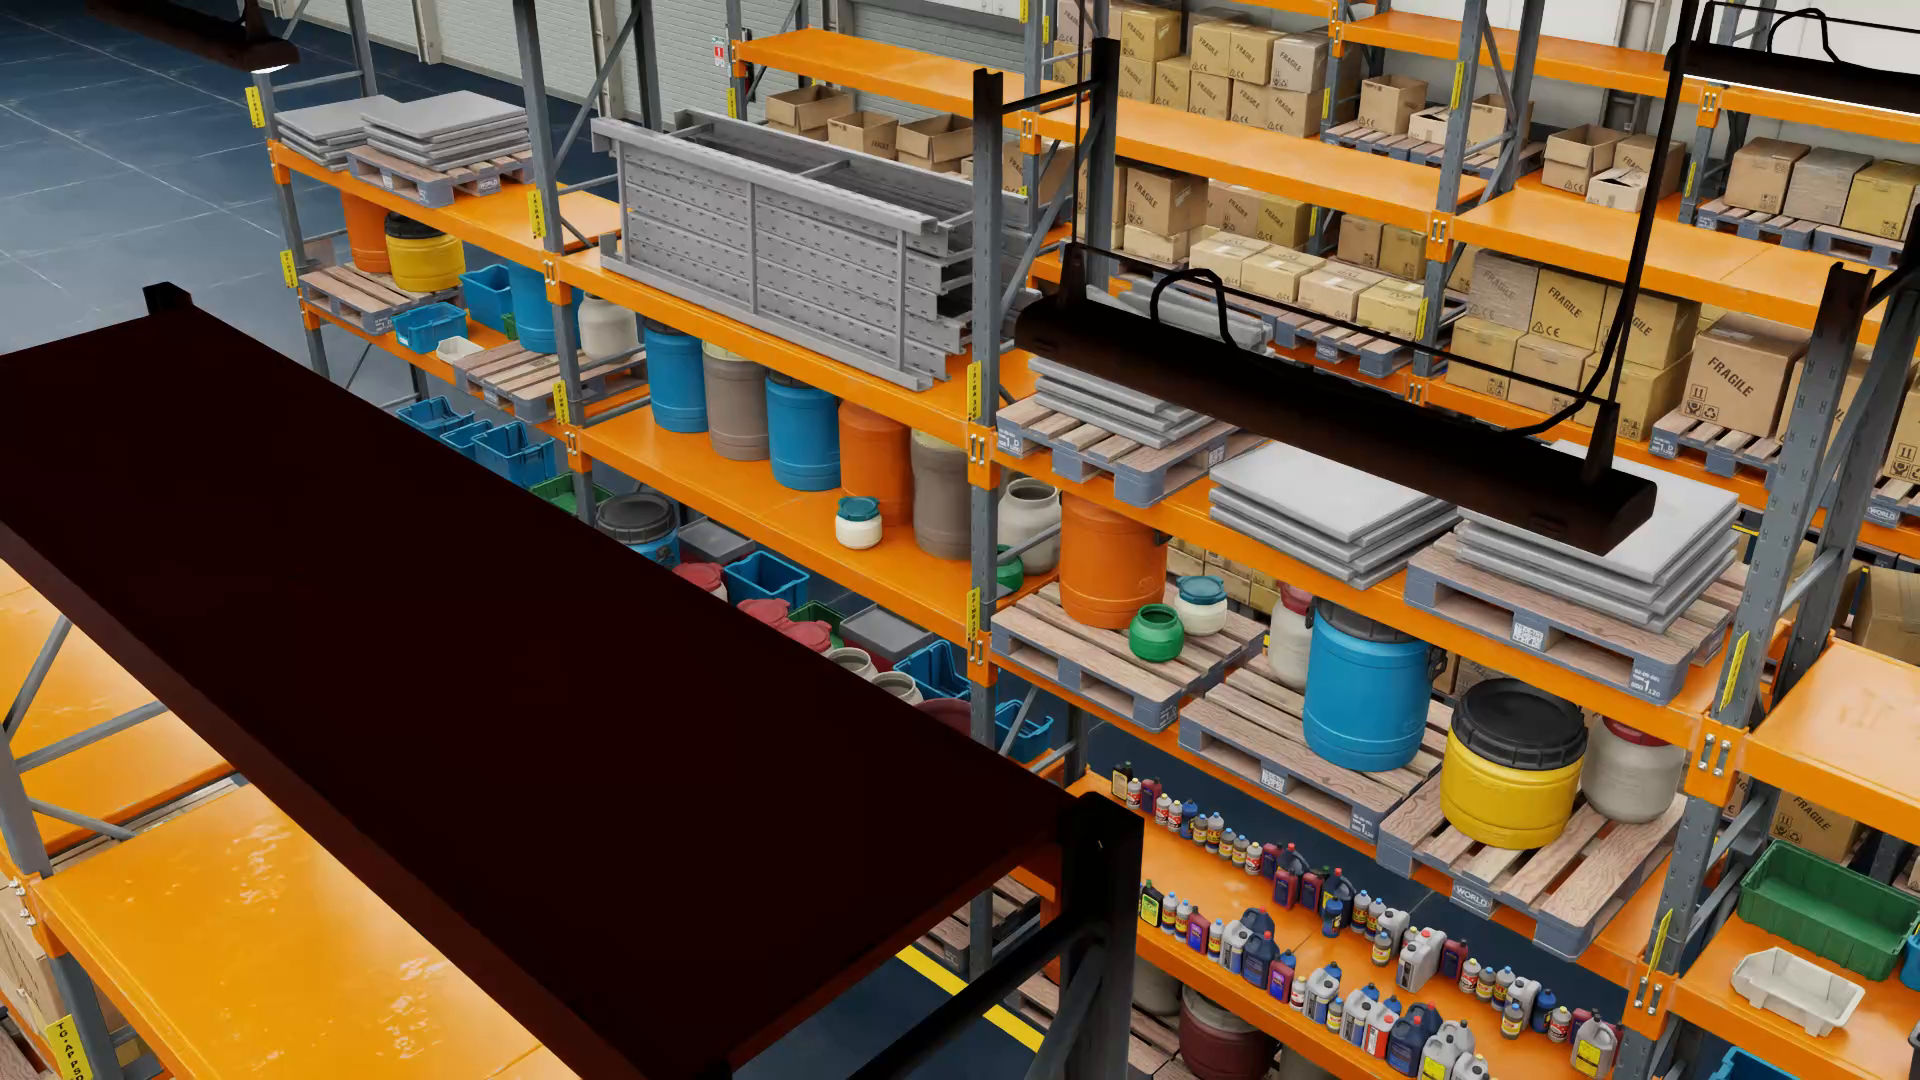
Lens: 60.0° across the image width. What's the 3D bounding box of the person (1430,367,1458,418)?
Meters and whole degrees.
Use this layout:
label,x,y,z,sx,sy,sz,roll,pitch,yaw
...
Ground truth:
label,x,y,z,sx,sy,sz,roll,pitch,yaw
person,5.066,-1.391,17.017,0.496,1.644,0.447,-17,33,-27
